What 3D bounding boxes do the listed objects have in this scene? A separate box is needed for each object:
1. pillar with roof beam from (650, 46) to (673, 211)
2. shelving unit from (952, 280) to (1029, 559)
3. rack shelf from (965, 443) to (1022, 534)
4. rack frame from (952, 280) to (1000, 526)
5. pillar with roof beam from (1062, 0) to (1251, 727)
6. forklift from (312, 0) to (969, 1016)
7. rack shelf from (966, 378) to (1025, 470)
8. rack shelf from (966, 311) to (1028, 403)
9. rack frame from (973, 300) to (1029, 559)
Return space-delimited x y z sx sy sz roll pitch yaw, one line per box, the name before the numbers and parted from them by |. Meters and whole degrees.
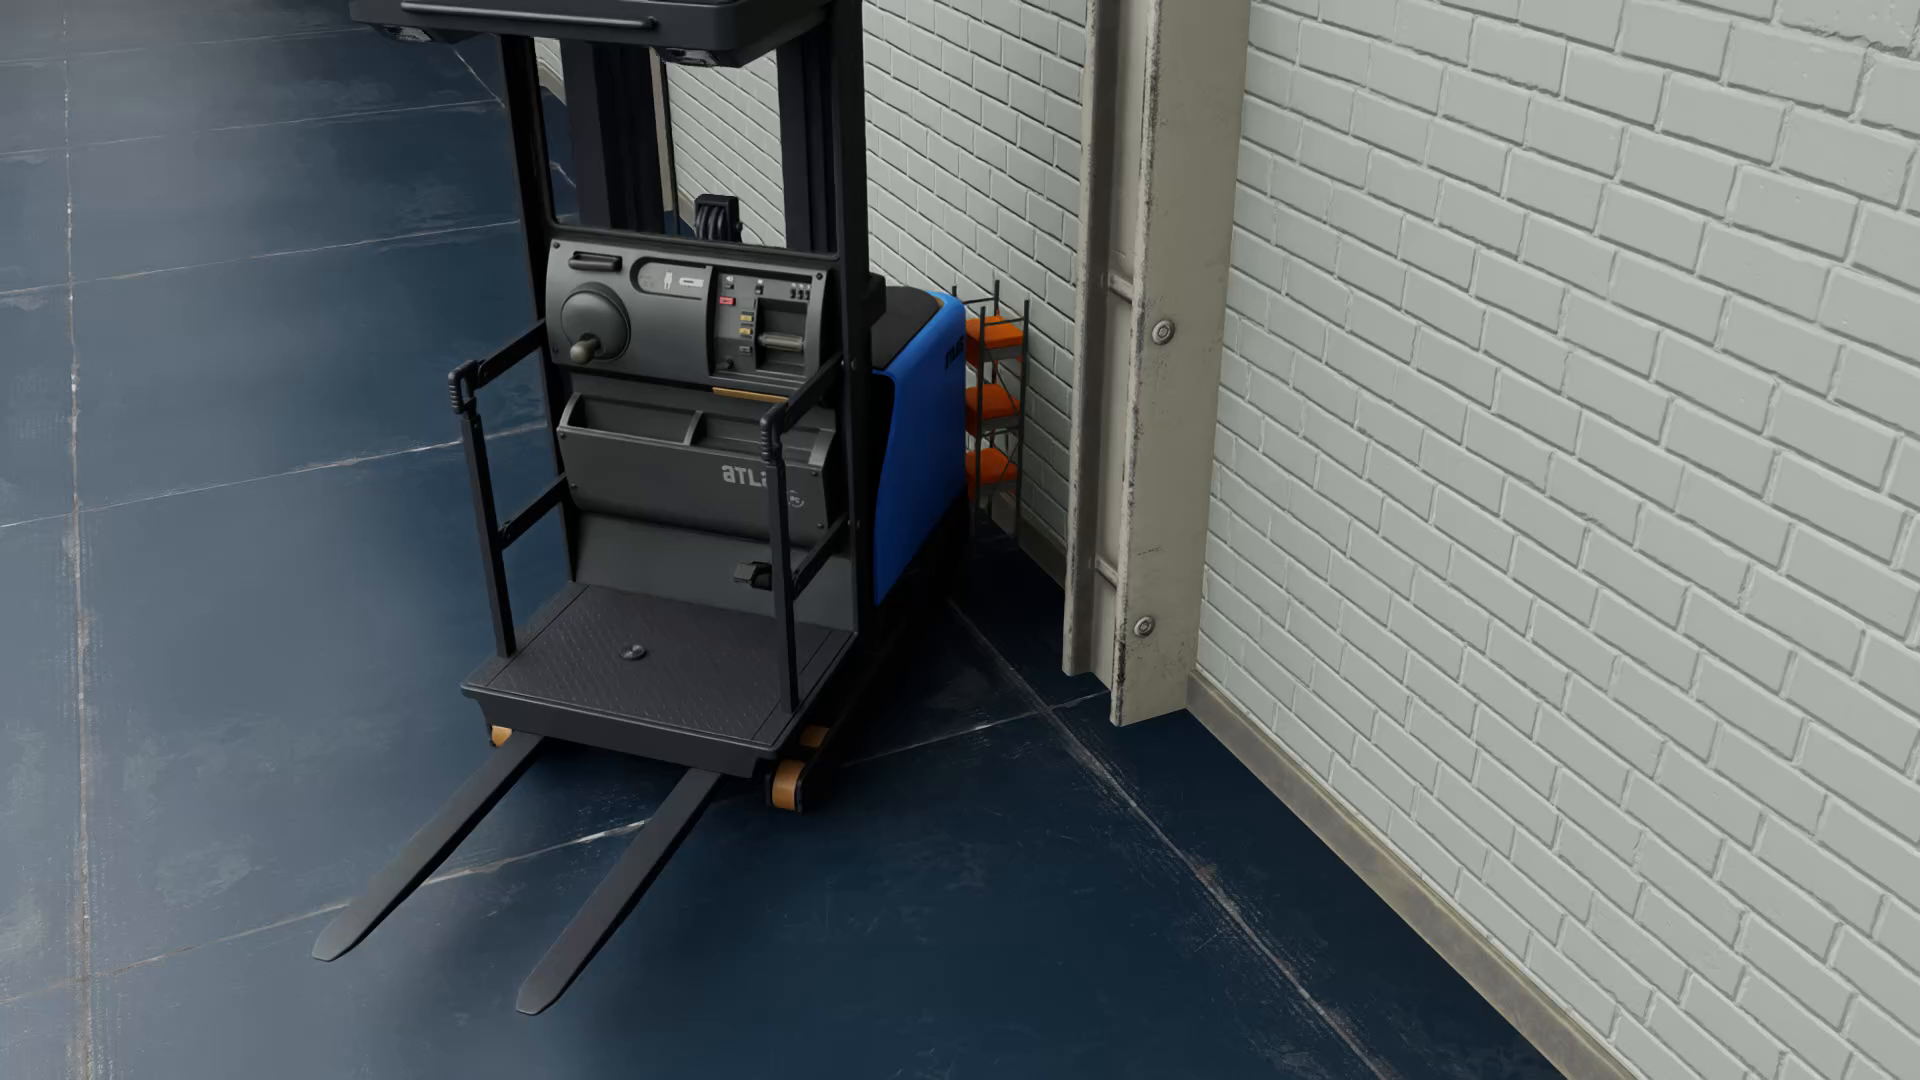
pillar with roof beam | -5.879 -5.158 6.747 9.100 9.000 0.400 -13 32 -22
shelving unit | 0.101 -0.462 6.480 0.215 1.050 0.252 -12 31 -23
rack shelf | 0.095 -0.207 6.615 0.215 0.259 0.240 -12 31 -23
rack frame | 0.048 -0.514 6.577 0.200 1.050 0.008 -12 31 -23
pillar with roof beam | -3.303 -2.507 2.021 9.100 9.000 0.400 -13 32 -22
forklift | -0.908 -0.647 4.907 1.130 2.935 3.031 9 31 16
rack shelf | 0.101 -0.452 6.485 0.215 0.259 0.240 -12 31 -23
rack shelf | 0.108 -0.703 6.352 0.215 0.259 0.240 -12 31 -23
rack frame | 0.154 -0.409 6.384 0.200 1.050 0.008 -12 31 -23
